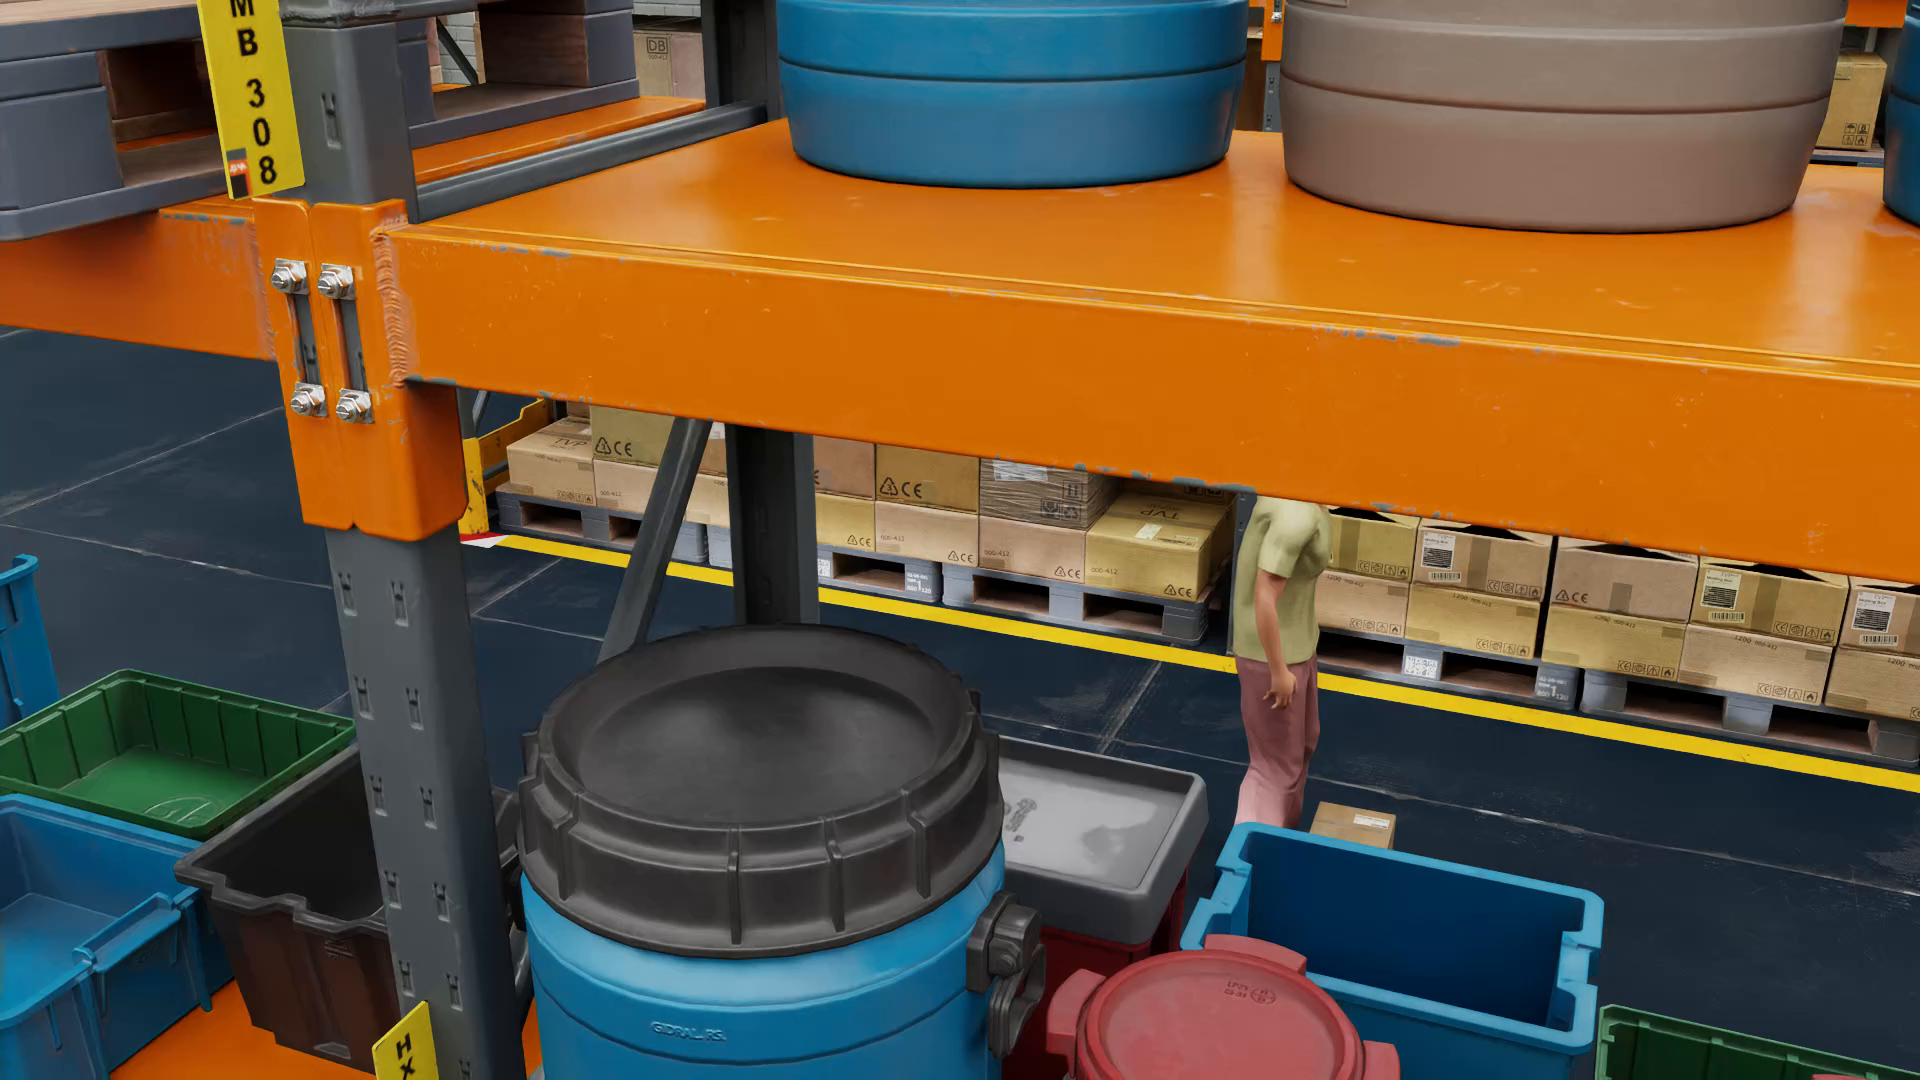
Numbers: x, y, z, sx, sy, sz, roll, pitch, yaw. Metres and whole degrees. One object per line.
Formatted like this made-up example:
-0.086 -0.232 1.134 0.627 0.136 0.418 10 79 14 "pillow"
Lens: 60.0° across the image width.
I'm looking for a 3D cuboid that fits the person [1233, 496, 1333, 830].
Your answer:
1.039 0.460 5.286 0.364 1.437 0.521 7 24 17 "person"
